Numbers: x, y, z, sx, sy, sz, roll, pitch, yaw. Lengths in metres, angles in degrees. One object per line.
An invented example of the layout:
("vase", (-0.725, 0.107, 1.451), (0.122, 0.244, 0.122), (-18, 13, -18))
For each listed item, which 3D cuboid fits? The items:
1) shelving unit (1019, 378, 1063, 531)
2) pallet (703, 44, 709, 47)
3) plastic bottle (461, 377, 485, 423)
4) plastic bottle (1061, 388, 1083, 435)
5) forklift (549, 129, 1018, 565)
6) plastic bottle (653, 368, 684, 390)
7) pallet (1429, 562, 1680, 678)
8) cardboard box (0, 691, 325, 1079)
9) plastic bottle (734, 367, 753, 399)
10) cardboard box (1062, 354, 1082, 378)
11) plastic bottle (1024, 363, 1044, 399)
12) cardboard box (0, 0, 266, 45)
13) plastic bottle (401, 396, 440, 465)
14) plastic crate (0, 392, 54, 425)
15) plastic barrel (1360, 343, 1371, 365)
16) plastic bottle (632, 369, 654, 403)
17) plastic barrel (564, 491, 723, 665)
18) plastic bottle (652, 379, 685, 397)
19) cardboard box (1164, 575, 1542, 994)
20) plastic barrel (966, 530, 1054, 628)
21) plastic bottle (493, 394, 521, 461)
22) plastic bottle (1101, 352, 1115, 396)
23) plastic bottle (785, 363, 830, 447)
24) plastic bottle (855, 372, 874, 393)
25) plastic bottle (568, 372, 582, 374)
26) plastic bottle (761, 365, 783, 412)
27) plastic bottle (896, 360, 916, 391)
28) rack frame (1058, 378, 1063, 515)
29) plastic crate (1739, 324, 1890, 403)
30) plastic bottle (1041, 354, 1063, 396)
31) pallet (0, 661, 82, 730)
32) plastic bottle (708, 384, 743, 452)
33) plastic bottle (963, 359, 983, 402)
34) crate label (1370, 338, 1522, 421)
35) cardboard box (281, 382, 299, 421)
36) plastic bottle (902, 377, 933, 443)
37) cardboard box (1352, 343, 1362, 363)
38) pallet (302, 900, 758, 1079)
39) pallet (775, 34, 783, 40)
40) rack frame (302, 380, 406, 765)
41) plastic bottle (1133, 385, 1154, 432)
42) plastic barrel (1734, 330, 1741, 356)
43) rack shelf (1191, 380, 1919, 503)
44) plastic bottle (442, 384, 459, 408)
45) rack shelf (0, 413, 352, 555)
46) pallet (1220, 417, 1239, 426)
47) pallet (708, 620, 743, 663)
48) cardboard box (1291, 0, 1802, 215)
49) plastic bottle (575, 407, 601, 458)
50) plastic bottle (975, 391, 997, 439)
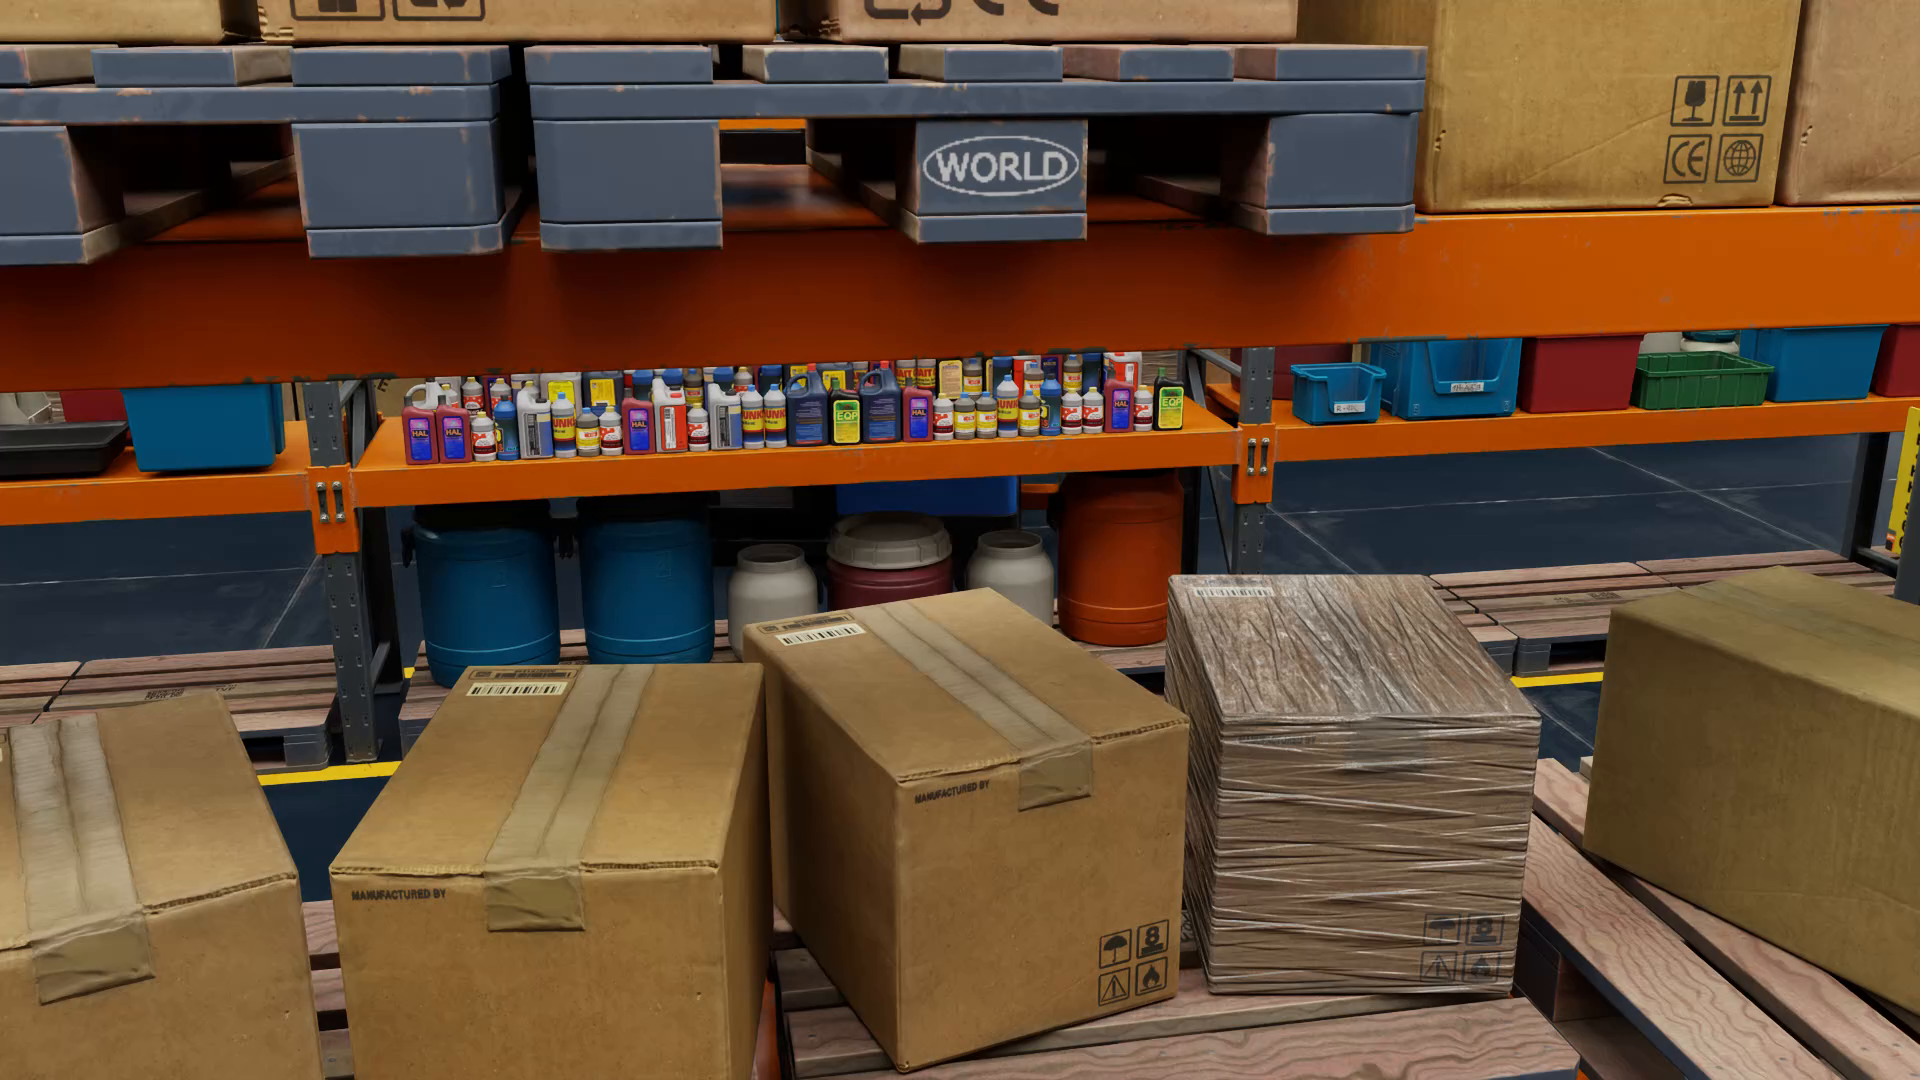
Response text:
("shelving unit", (0.488, -0.487, 10.109), (0.252, 1.050, 0.215), (0, 17, 2))
("pallet", (-2.812, -4.883, 16.311), (1.003, 0.211, 1.213), (-3, 17, -10))
("plastic bottle", (-2.241, -0.647, 7.649), (0.097, 0.201, 0.097), (0, 17, 0))
("plastic bottle", (0.497, -0.576, 7.416), (0.097, 0.201, 0.097), (0, 17, 0))
("forklift", (-1.158, -1.407, 9.902), (3.031, 2.935, 1.130), (0, 17, 2))
("plastic bottle", (-1.363, -0.725, 7.774), (0.135, 0.276, 0.152), (-3, 17, -10))
("pallet", (3.216, 0.398, 8.655), (1.213, 0.211, 1.003), (-3, 17, -10))
("cardboard box", (-1.231, 0.605, 2.348), (0.500, 0.500, 0.700), (-10, 20, -29))
("plastic bottle", (-1.027, -0.716, 7.873), (0.097, 0.201, 0.097), (0, 17, 0))
("cardboard box", (0.967, -1.322, 13.015), (0.500, 0.500, 0.700), (-4, 18, -13))
("plastic bottle", (0.354, -0.749, 7.980), (0.097, 0.201, 0.097), (0, 17, 0))
("cardboard box", (-1.230, -0.922, 2.040), (0.600, 0.600, 0.600), (-5, 18, -16))
("plastic bottle", (-2.234, -0.455, 6.882), (0.133, 0.283, 0.061), (-3, 17, -10))
("plastic crate", (-4.209, -0.553, 7.103), (0.530, 0.282, 0.437), (-3, 17, -10))
("plastic barrel", (2.222, -1.008, 8.294), (0.421, 0.512, 0.421), (0, 17, 0))
("plastic bottle", (-1.453, -0.680, 7.636), (0.097, 0.271, 0.097), (0, 17, 0))
("plastic barrel", (-1.442, 0.125, 7.656), (0.708, 0.901, 0.600), (-3, 17, -10))
("plastic bottle", (-1.268, -0.565, 7.254), (0.135, 0.276, 0.152), (-3, 17, -10))
("cardboard box", (0.657, 0.407, 2.991), (0.500, 0.500, 0.700), (0, 17, 0))
("plastic barrel", (0.238, 0.242, 7.936), (0.421, 0.512, 0.421), (0, 17, 0))
("plastic bottle", (-1.897, -0.473, 6.963), (0.097, 0.271, 0.097), (0, 17, 0))
("plastic bottle", (0.766, -0.845, 8.167), (0.135, 0.276, 0.152), (-3, 17, -10))
("plastic bottle", (-0.663, -0.588, 7.203), (0.185, 0.351, 0.144), (-3, 17, -10))
("plastic bottle", (-0.395, -0.602, 7.362), (0.133, 0.283, 0.061), (-3, 17, -10))
("plastic bottle", (-1.834, -0.735, 7.680), (0.185, 0.351, 0.144), (-3, 17, -10))
("plastic bottle", (-0.884, -0.740, 7.830), (0.097, 0.271, 0.097), (0, 17, 0))
("plastic bottle", (-0.260, -0.793, 8.005), (0.097, 0.271, 0.097), (0, 17, 0))
("rack frame", (0.610, -0.486, 10.106), (0.008, 1.050, 0.200), (0, 17, 2))
("plastic crate", (4.156, -0.900, 8.160), (0.575, 0.384, 0.392), (-3, 17, -10))
("plastic bottle", (0.435, -0.844, 8.149), (0.133, 0.283, 0.061), (-3, 17, -10))
("pallet", (-4.590, 0.841, 7.214), (1.213, 0.211, 1.003), (-3, 17, -10))
("plastic bottle", (-1.011, -0.534, 7.153), (0.135, 0.276, 0.152), (-3, 17, -10))
("plastic bottle", (0.062, -0.778, 8.075), (0.097, 0.201, 0.097), (0, 17, 0))
("crate label", (2.279, -0.830, 7.845), (0.616, 0.435, 0.502), (-3, 17, -10))
("cardboard box", (-5.161, -1.162, 11.890), (0.875, 0.875, 0.875), (-3, 17, -10))
("plastic bottle", (-0.186, -0.571, 7.260), (0.133, 0.283, 0.061), (-3, 17, -10))
("cardboard box", (3.161, -1.453, 13.440), (0.500, 0.500, 0.700), (-3, 17, -11))
("pallet", (-0.934, 0.894, 2.619), (1.213, 0.211, 1.003), (-3, 17, -10))
("pallet", (-0.811, -2.092, 7.228), (1.213, 0.211, 1.003), (-3, 17, -10))
("rack frame", (-2.675, -0.613, 7.198), (0.127, 3.000, 1.000), (-3, 17, -10))
("plastic bottle", (0.820, -0.594, 7.475), (0.097, 0.201, 0.097), (0, 17, 0))
("plastic barrel", (4.199, -1.133, 8.662), (0.433, 0.535, 0.433), (0, 17, 0))
("rack shelf", (3.216, -0.603, 8.392), (4.000, 0.370, 1.077), (-3, 17, -10))
("plastic bottle", (-2.307, -0.598, 7.489), (0.097, 0.201, 0.097), (0, 17, 0))
("rack shelf", (-4.639, -0.158, 6.941), (4.000, 0.370, 1.077), (-3, 17, -10))
("pallet", (2.276, -1.041, 13.340), (1.213, 0.211, 1.003), (-3, 17, -10))
("pallet", (-0.709, 0.620, 7.933), (1.213, 0.211, 1.003), (-3, 17, -10))
("cardboard box", (0.755, -0.798, 2.522), (0.500, 0.500, 0.910), (-3, 17, -10))
("plastic bottle", (-1.574, -0.458, 7.033), (0.097, 0.201, 0.097), (0, 17, 0))
("plastic bottle", (0.115, -0.554, 7.345), (0.097, 0.201, 0.097), (0, 17, 0))
